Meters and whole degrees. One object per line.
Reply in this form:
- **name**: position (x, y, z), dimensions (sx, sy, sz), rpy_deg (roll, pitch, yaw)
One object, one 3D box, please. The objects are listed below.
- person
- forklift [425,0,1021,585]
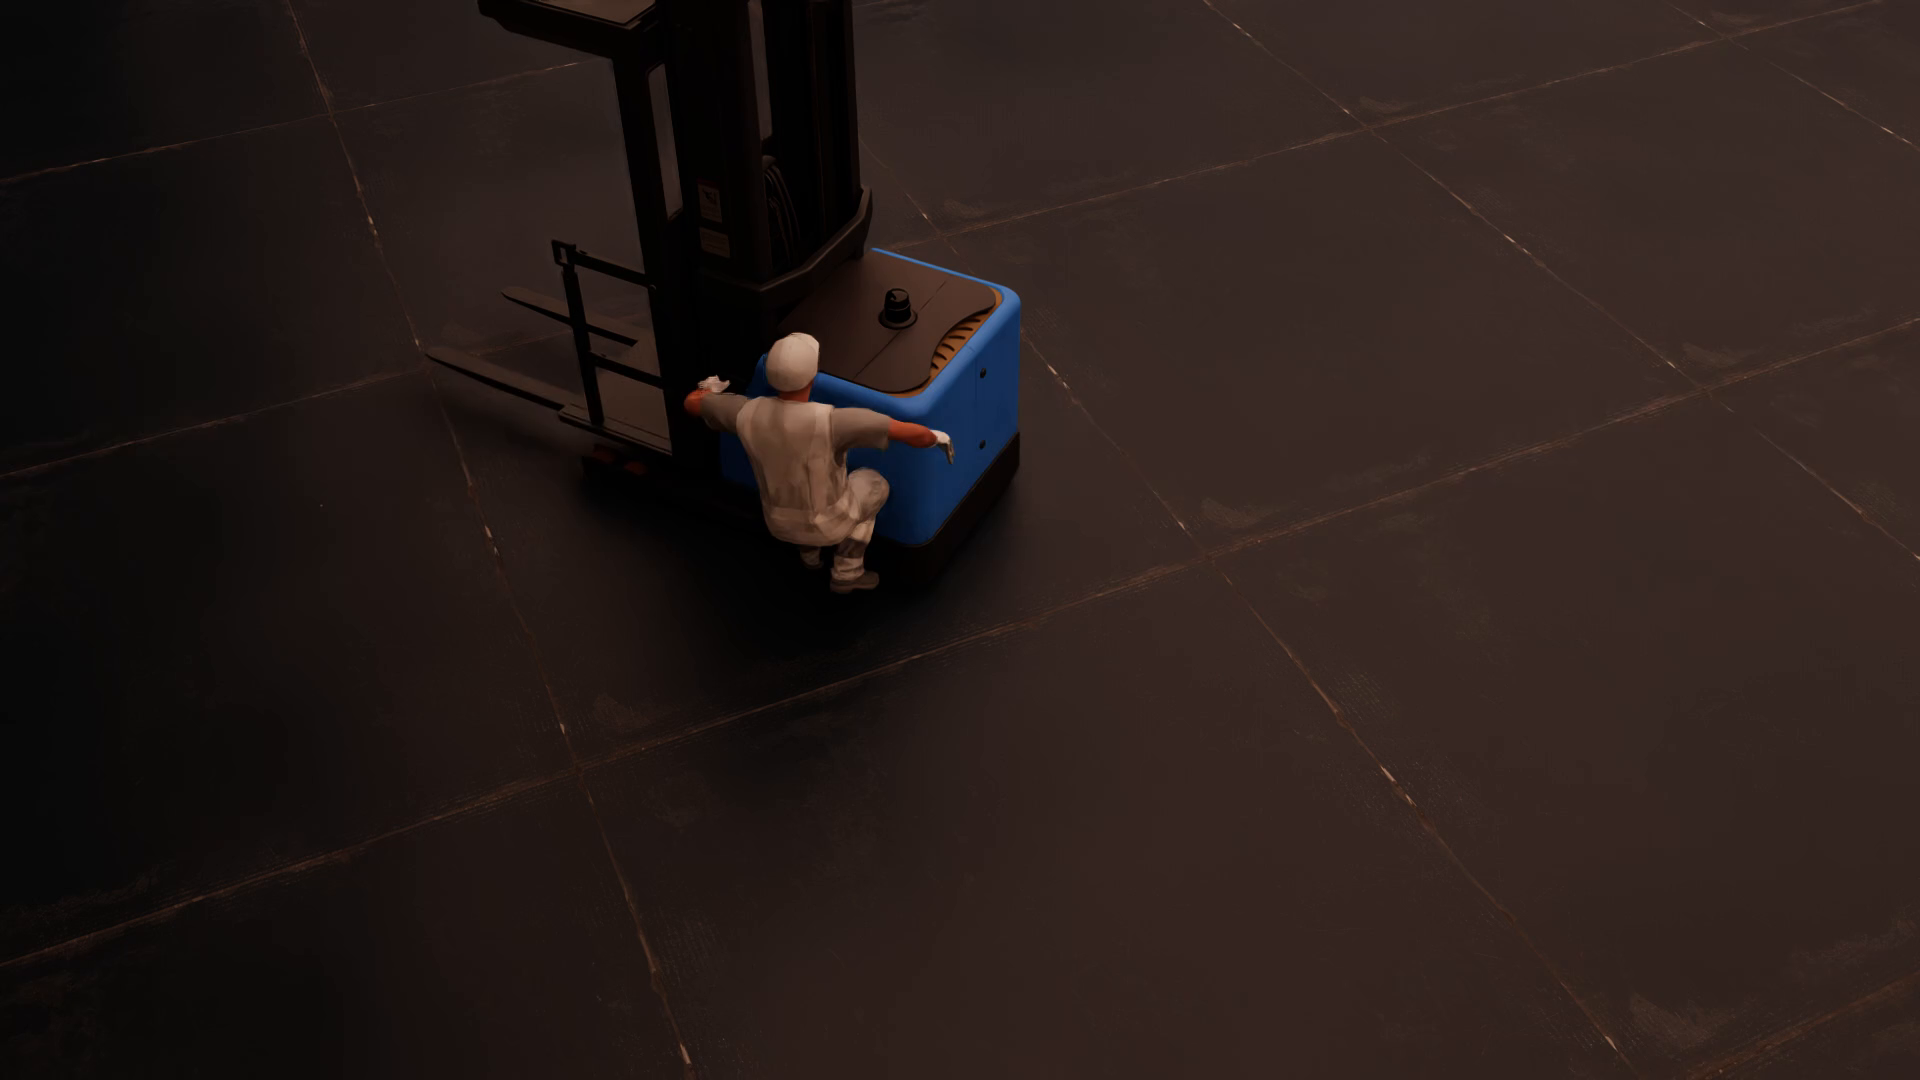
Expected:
- **person**: position (-0.576, -0.321, 7.019), dimensions (1.153, 1.590, 0.844), rpy_deg (10, 44, 11)
- **forklift**: position (-1.257, -1.587, 7.381), dimensions (3.031, 2.935, 1.130), rpy_deg (20, 47, 20)
